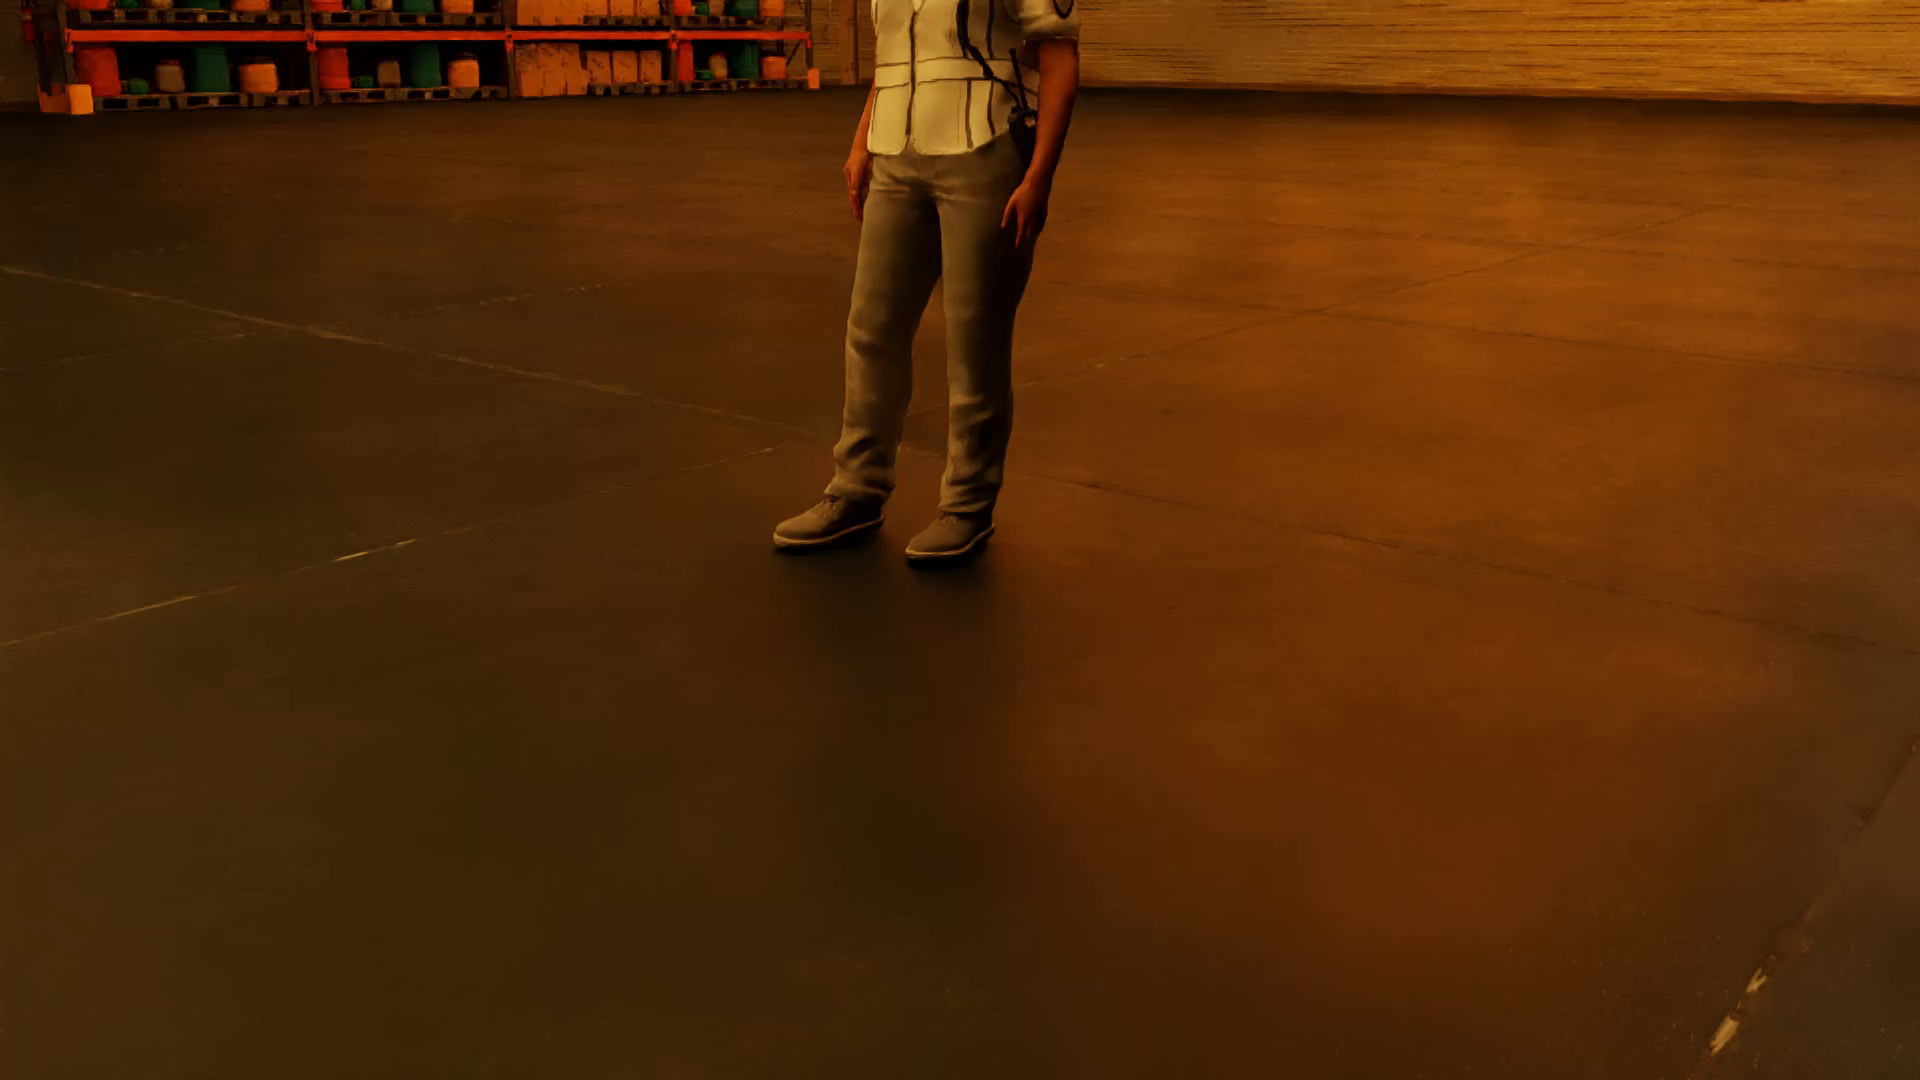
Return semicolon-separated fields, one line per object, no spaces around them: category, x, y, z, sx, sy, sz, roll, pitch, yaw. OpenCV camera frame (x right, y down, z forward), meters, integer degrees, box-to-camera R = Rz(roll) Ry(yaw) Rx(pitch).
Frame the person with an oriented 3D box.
person;-0.066;-0.791;3.655;0.598;1.669;0.529;13;21;37
